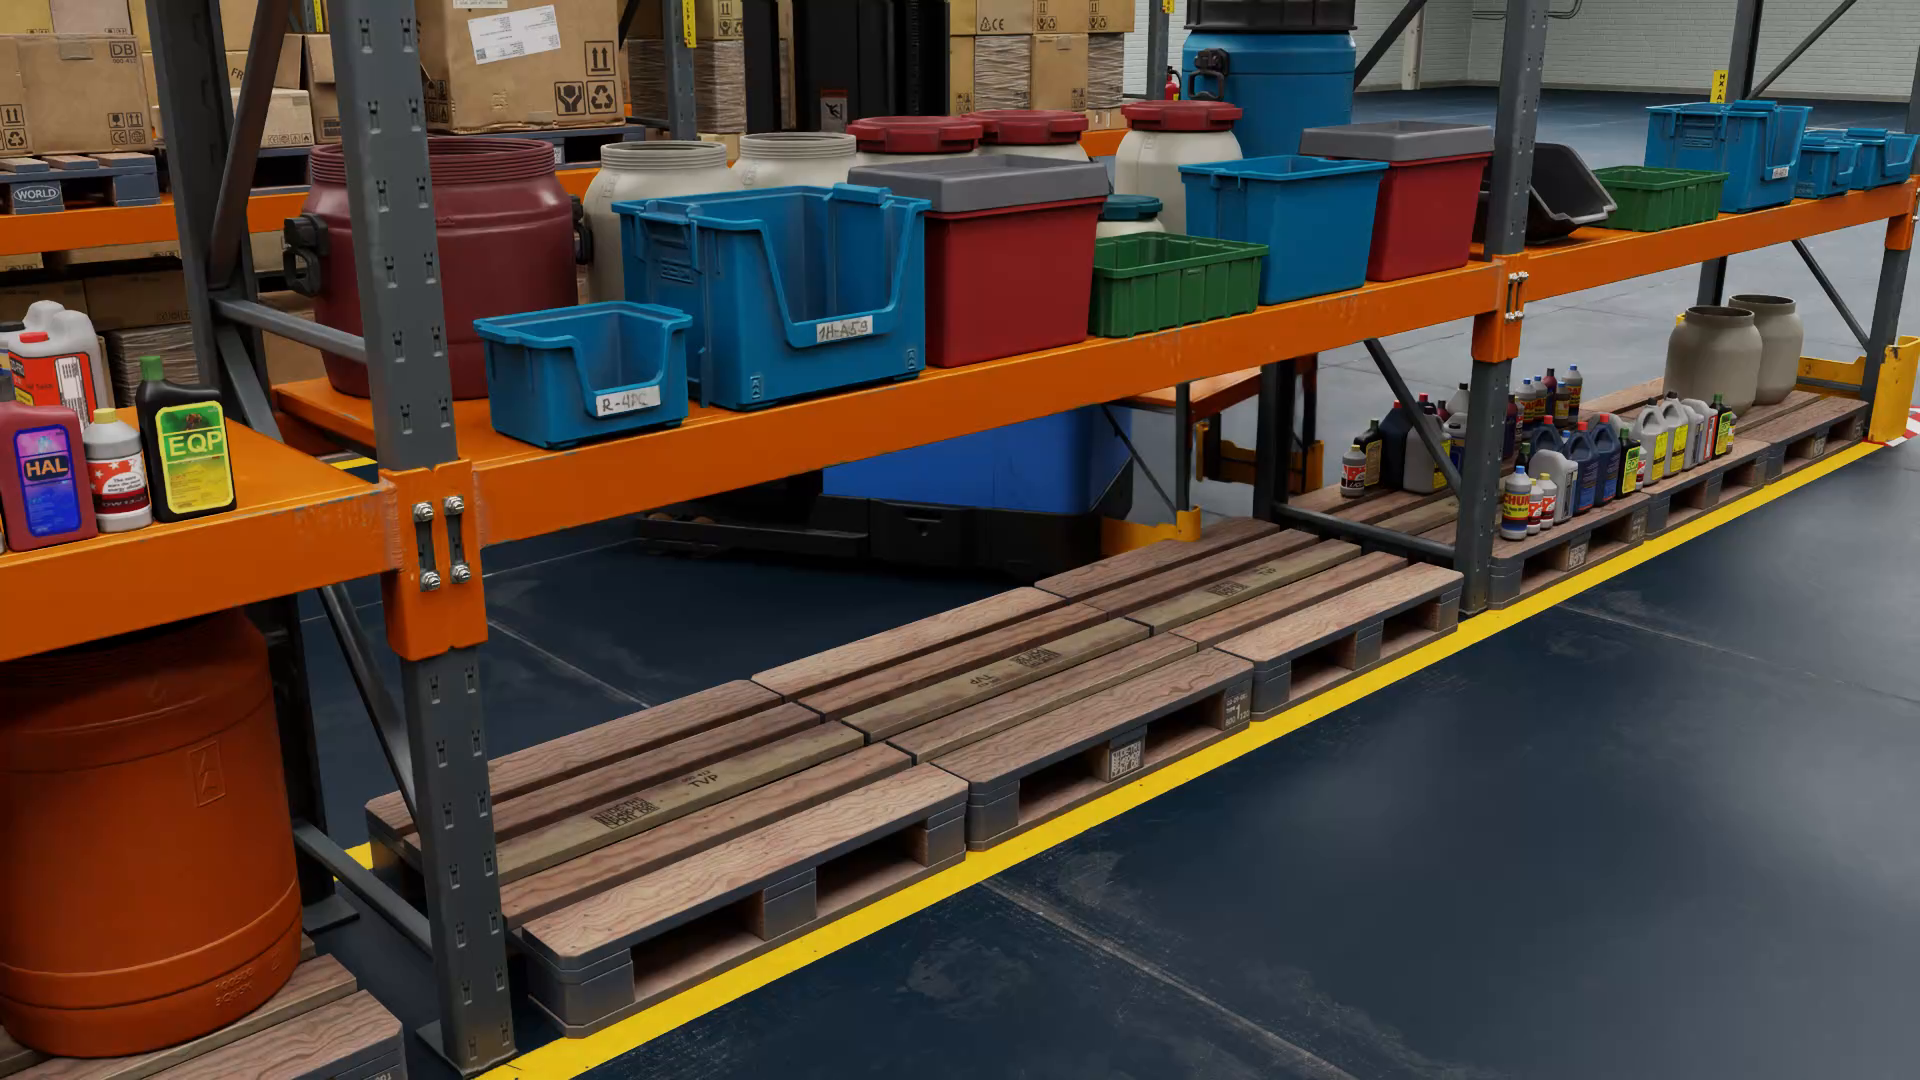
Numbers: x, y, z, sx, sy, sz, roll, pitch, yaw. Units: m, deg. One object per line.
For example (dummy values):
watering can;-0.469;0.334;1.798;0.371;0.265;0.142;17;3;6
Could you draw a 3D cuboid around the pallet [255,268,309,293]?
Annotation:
pallet;-5.676;-2.001;12.814;1.213;0.211;1.003;-16;24;-41

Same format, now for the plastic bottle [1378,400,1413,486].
plastic bottle;1.840;-0.415;6.984;0.185;0.351;0.144;-17;25;-42

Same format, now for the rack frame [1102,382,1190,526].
rack frame;0.643;-0.636;6.263;0.500;1.500;0.032;13;25;37

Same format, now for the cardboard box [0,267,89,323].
cardboard box;-4.273;-1.053;7.493;0.500;0.250;0.500;-15;23;-39

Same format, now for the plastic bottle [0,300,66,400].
plastic bottle;-1.873;-0.339;3.369;0.135;0.276;0.152;-16;24;-41

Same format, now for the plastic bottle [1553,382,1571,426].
plastic bottle;2.870;-0.655;7.964;0.097;0.201;0.097;0;18;0

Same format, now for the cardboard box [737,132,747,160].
cardboard box;-1.280;-2.284;9.572;0.250;0.149;0.380;-16;24;-41

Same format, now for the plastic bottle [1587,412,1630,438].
plastic bottle;2.767;-0.415;7.103;0.135;0.276;0.152;-16;24;-41

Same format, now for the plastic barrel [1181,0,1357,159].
plastic barrel;1.081;-1.490;5.903;0.708;0.901;0.600;-16;24;-41

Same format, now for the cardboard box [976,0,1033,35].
cardboard box;0.119;-3.503;10.659;0.500;0.500;0.500;-16;24;-41

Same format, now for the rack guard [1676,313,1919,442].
rack guard;4.453;-0.897;8.941;0.348;0.500;1.175;-16;24;-41

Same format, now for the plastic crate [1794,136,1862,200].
plastic crate;3.842;-1.732;7.706;0.408;0.251;0.499;-16;24;-41

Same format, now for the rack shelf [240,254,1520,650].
rack shelf;0.117;-0.499;4.827;4.000;0.370;1.077;-16;24;-41

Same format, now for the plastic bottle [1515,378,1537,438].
plastic bottle;2.623;-0.616;7.731;0.097;0.271;0.097;0;18;0

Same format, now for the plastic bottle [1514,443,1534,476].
plastic bottle;2.245;-0.250;6.583;0.133;0.283;0.061;-16;24;-41

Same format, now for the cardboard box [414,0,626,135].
cardboard box;-2.507;-2.723;8.867;1.000;1.000;1.000;-16;24;-40

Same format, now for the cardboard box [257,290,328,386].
cardboard box;-3.465;-0.936;8.348;0.500;0.500;0.700;-14;23;-36

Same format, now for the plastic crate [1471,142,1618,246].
plastic crate;2.038;-1.318;6.287;0.504;0.338;0.767;-16;24;-41

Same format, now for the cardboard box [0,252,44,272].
cardboard box;-6.937;-2.085;11.518;0.750;0.750;1.050;-16;24;-40

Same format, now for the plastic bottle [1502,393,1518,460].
plastic bottle;2.408;-0.502;7.361;0.133;0.283;0.061;-16;24;-41

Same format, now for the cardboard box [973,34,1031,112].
cardboard box;-0.019;-3.072;10.952;0.500;0.500;0.875;-16;24;-41

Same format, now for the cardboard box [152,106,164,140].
cardboard box;-3.713;-2.077;8.065;0.396;0.266;0.258;17;25;42

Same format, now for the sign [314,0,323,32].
sign;-4.788;-3.902;12.406;0.005;0.325;0.100;-16;24;-41

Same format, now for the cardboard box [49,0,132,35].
cardboard box;-6.264;-3.708;11.775;0.500;0.500;0.700;-16;24;-40

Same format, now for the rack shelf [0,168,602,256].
rack shelf;-3.286;-1.609;8.250;4.000;0.370;1.077;-16;24;-41

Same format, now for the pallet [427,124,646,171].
pallet;-2.488;-2.154;9.077;1.213;0.211;1.003;-16;24;-41

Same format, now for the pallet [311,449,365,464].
pallet;-3.285;-0.623;8.565;1.213;0.211;1.003;-16;24;-41

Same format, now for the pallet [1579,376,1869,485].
pallet;3.859;-0.589;8.458;1.213;0.211;1.003;-16;24;-41

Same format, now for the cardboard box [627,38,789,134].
cardboard box;-1.464;-2.646;9.637;0.500;0.500;0.875;-16;24;-41

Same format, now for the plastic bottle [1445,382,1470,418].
plastic bottle;2.214;-0.524;7.320;0.185;0.351;0.144;-16;24;-41

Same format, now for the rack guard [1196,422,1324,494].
rack guard;1.292;-0.340;7.199;0.587;0.250;0.087;13;25;37

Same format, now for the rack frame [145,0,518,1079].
rack frame;-1.337;-0.417;3.409;0.127;3.000;1.000;-16;24;-41

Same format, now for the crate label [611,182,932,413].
crate label;-0.429;-0.584;3.866;0.616;0.435;0.502;-16;24;-41

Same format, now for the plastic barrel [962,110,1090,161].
plastic barrel;0.191;-1.021;5.049;0.433;0.535;0.433;0;18;0

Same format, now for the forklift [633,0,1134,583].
forklift;-0.831;-1.468;6.760;3.031;2.935;1.130;5;19;15

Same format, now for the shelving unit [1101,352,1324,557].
shelving unit;0.954;-0.782;6.625;0.587;1.500;1.083;13;25;37

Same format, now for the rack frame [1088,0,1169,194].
rack frame;1.073;-3.223;12.061;0.127;3.000;1.000;-16;24;-41

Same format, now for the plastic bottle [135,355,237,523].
plastic bottle;-1.337;-0.181;2.868;0.133;0.283;0.061;-16;24;-41

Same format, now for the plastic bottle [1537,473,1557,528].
plastic bottle;2.250;-0.156;6.425;0.097;0.201;0.097;0;18;0

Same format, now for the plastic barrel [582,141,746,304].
plastic barrel;-0.736;-0.737;4.211;0.421;0.512;0.421;0;18;0

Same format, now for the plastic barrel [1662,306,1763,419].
plastic barrel;3.686;-0.866;8.146;0.421;0.512;0.421;0;18;0

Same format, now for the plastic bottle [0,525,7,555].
plastic bottle;-1.601;-0.072;2.667;0.097;0.201;0.097;0;18;0

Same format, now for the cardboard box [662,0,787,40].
cardboard box;-1.331;-3.078;9.349;0.500;0.500;0.500;-16;24;-41

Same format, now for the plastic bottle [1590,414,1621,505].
plastic bottle;2.579;-0.332;6.728;0.144;0.351;0.185;17;24;42

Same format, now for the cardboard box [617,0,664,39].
cardboard box;-1.695;-3.197;9.715;0.500;0.500;0.500;-16;24;-41

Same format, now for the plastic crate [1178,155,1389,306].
plastic crate;0.982;-0.954;5.090;0.575;0.384;0.392;-16;24;-41

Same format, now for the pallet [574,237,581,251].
pallet;-3.674;-2.585;14.615;1.213;0.211;1.003;-16;24;-41

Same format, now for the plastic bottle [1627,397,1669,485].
plastic bottle;2.887;-0.422;7.006;0.185;0.351;0.144;-17;24;-41

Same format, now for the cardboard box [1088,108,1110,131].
cardboard box;0.826;-2.944;11.608;0.250;0.149;0.380;-16;24;-41

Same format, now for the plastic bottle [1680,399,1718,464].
plastic bottle;3.241;-0.492;7.340;0.135;0.276;0.152;-16;24;-40

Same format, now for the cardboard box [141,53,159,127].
cardboard box;-5.730;-3.278;12.069;0.500;0.500;0.500;-17;24;-41

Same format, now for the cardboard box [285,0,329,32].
cardboard box;-4.876;-4.163;12.968;0.550;0.550;0.875;-16;24;-41
